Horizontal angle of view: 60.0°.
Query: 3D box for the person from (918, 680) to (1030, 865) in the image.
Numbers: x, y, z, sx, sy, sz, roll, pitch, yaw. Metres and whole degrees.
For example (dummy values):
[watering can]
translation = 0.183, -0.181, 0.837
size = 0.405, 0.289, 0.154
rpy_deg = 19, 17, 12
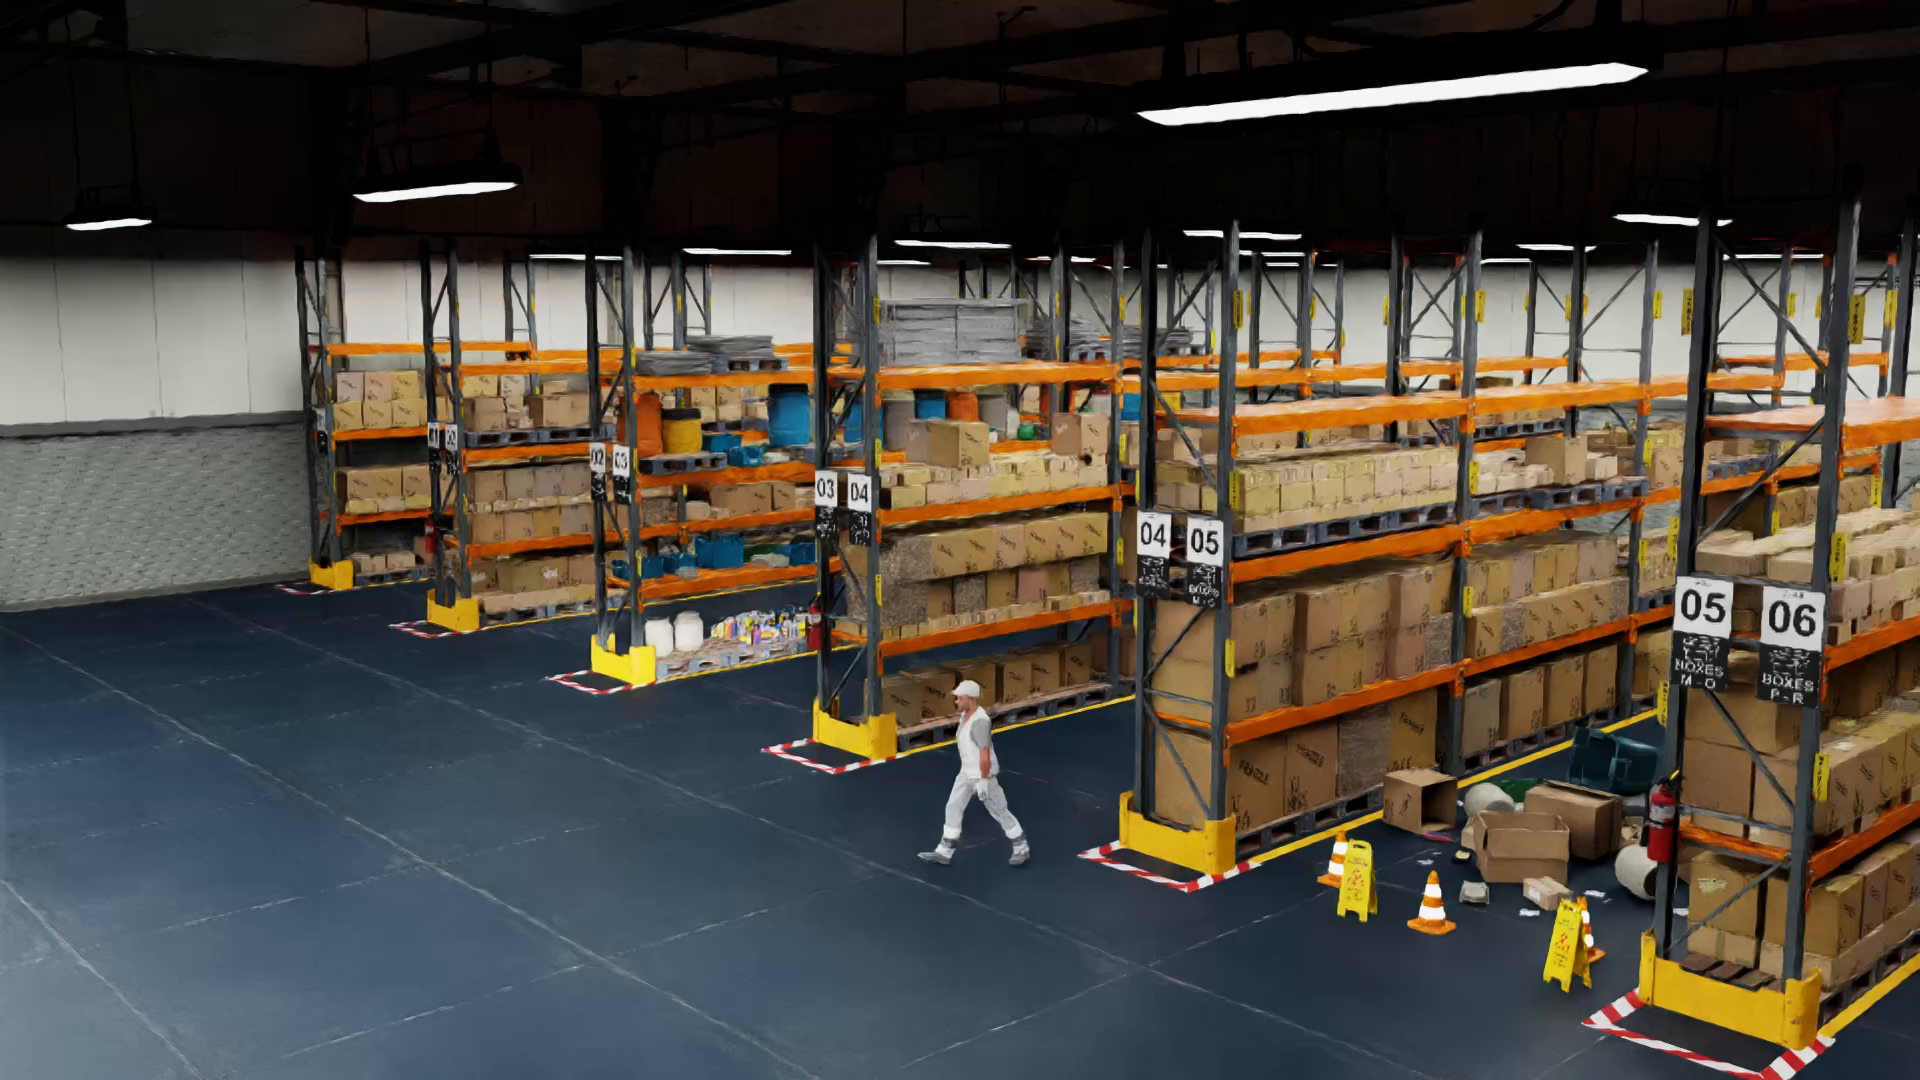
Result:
[person]
translation = 0.146, 2.120, 15.085
size = 0.985, 1.746, 0.590
rpy_deg = -3, 9, -21
